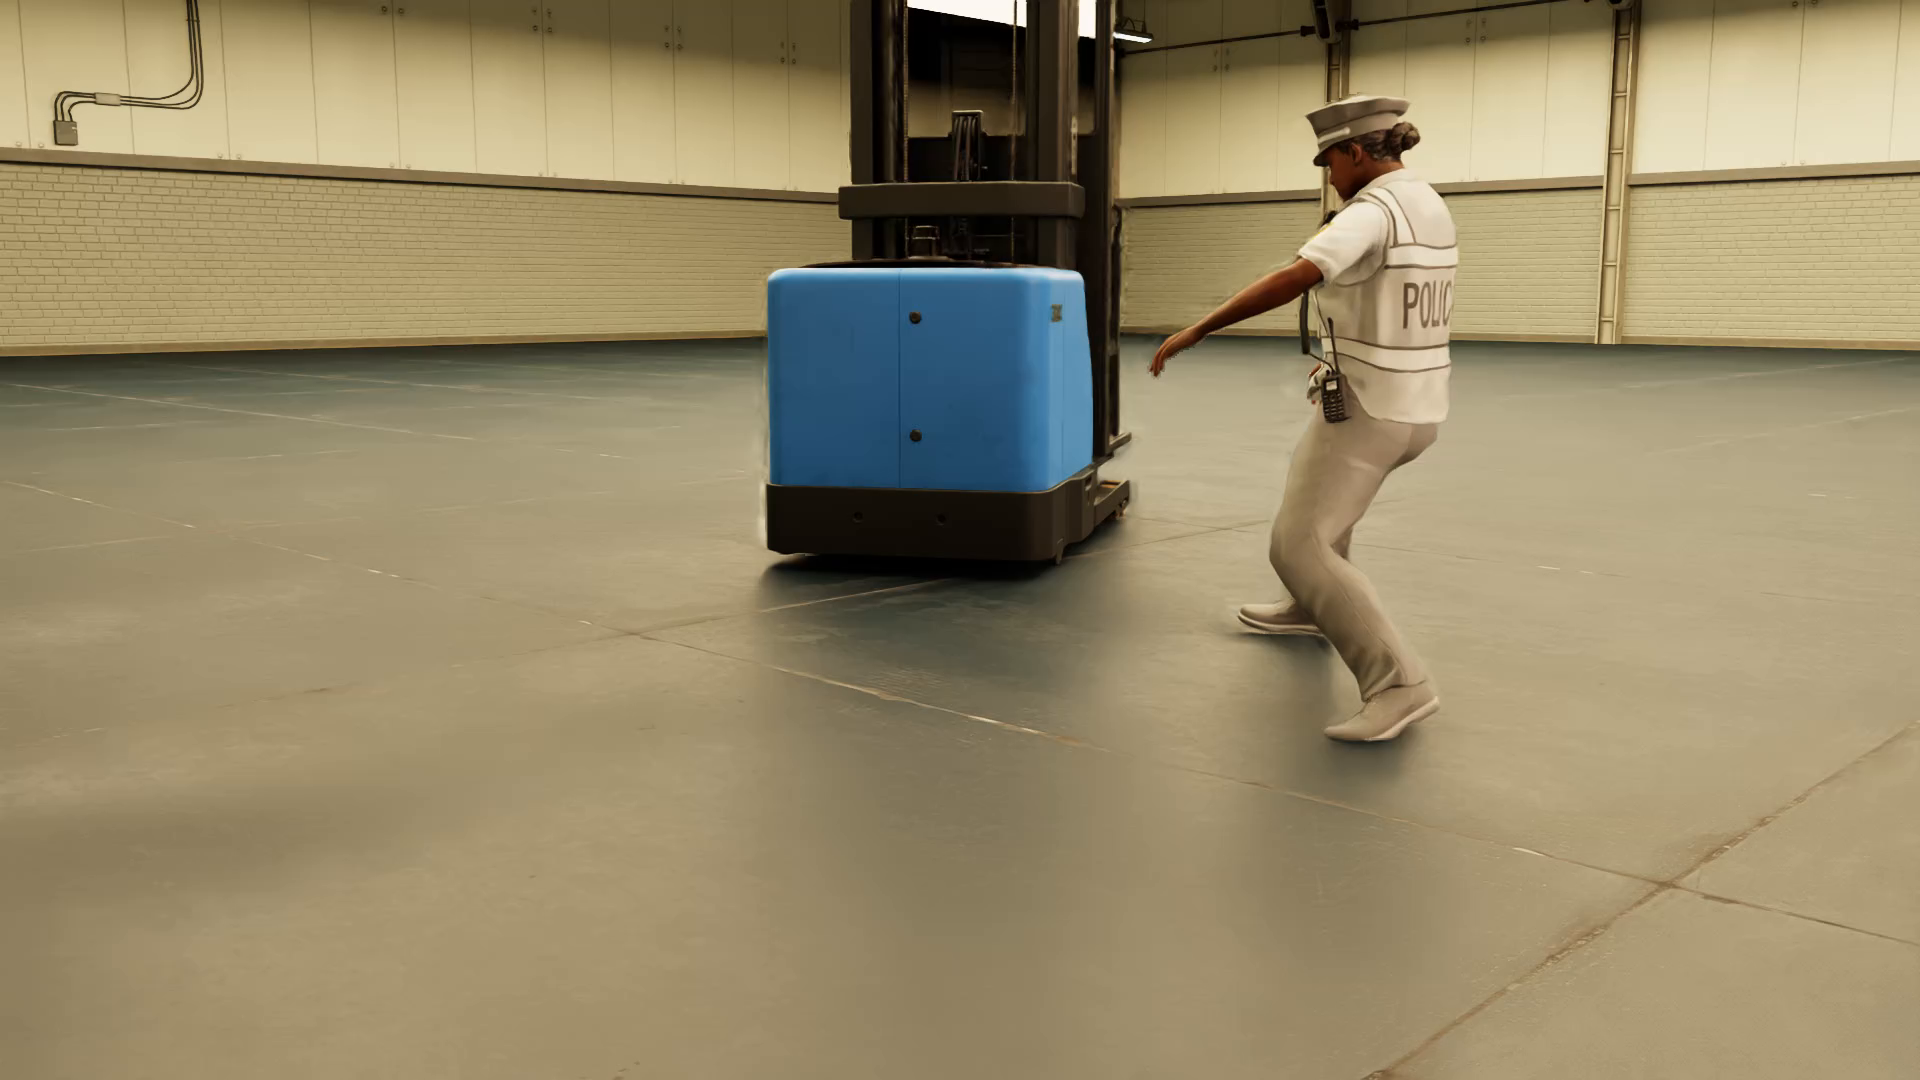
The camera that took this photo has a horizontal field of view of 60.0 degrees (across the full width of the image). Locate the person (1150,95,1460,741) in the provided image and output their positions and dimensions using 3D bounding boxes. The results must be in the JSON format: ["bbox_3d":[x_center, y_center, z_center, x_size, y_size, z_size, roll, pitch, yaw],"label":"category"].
[{"bbox_3d":[0.930,-0.352,4.226,0.930,1.509,1.023,7,11,40],"label":"person"}]

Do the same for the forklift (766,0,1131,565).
[{"bbox_3d":[0.142,-1.538,7.086,1.130,2.935,3.031,2,9,13],"label":"forklift"}]
